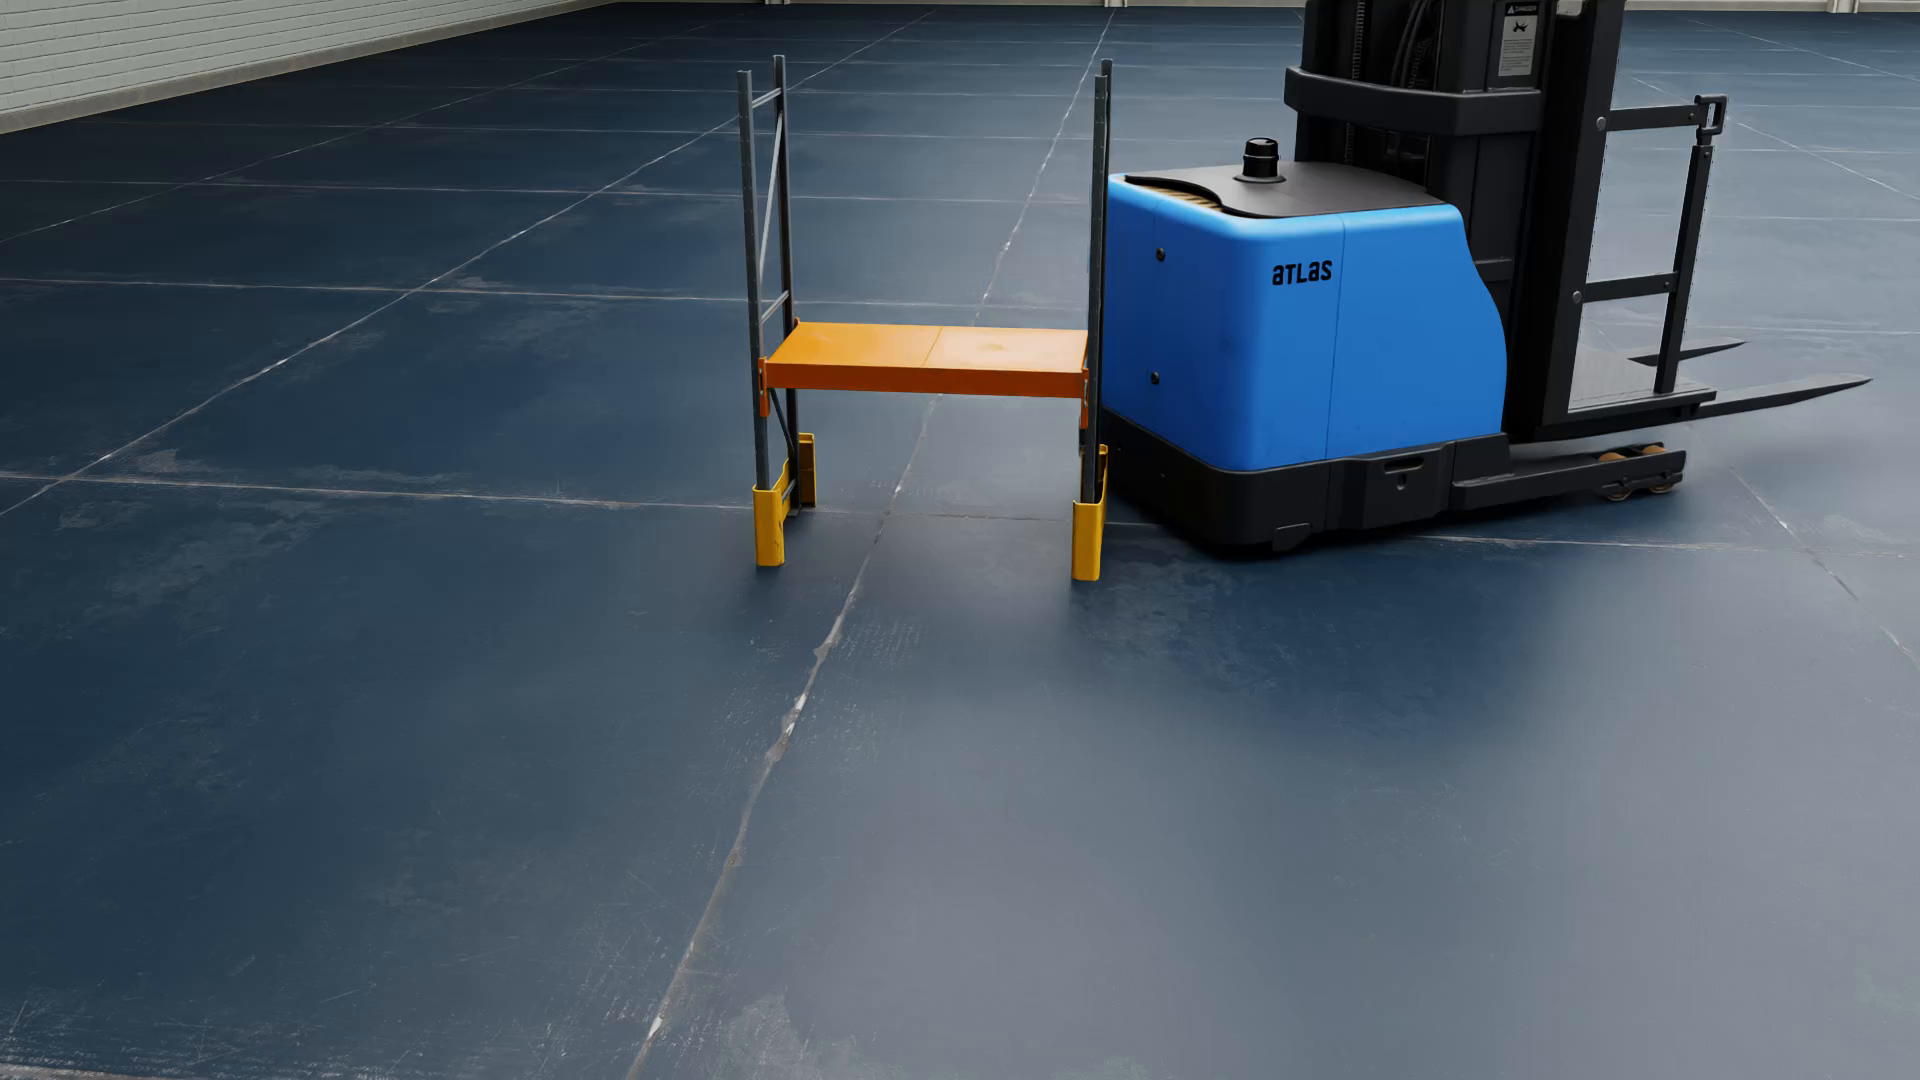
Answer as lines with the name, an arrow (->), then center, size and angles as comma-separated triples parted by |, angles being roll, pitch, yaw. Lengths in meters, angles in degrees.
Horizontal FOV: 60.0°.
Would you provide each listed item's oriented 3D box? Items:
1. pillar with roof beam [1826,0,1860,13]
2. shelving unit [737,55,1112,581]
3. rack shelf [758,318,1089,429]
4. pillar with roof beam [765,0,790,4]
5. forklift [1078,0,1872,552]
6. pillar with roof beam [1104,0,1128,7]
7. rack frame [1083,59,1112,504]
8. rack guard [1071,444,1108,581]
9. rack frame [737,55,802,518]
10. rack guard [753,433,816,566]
pillar with roof beam -> 14.125, -11.378, 21.980 | 0.400, 9.000, 9.100 | 2, 22, 6
shelving unit -> -0.076, -0.701, 5.172 | 1.083, 1.500, 0.587 | 2, 22, 6
rack shelf -> -0.085, -0.534, 5.240 | 1.000, 0.185, 0.538 | 2, 22, 6
pillar with roof beam -> -3.749, -12.157, 23.950 | 0.400, 9.000, 9.100 | 2, 22, 6
forklift -> 1.993, -1.665, 5.666 | 3.031, 2.935, 1.130 | -9, 23, -22
pillar with roof beam -> 2.209, -11.897, 23.294 | 0.400, 9.000, 9.100 | 2, 22, 6
rack frame -> 0.420, -0.679, 5.118 | 0.032, 1.500, 0.500 | 2, 22, 6
rack guard -> 0.419, -0.098, 5.348 | 0.087, 0.250, 0.587 | 2, 22, 6
rack frame -> -0.590, -0.723, 5.229 | 0.032, 1.500, 0.500 | 2, 22, 6
rack guard -> -0.570, -0.141, 5.457 | 0.087, 0.250, 0.587 | 2, 22, 6
